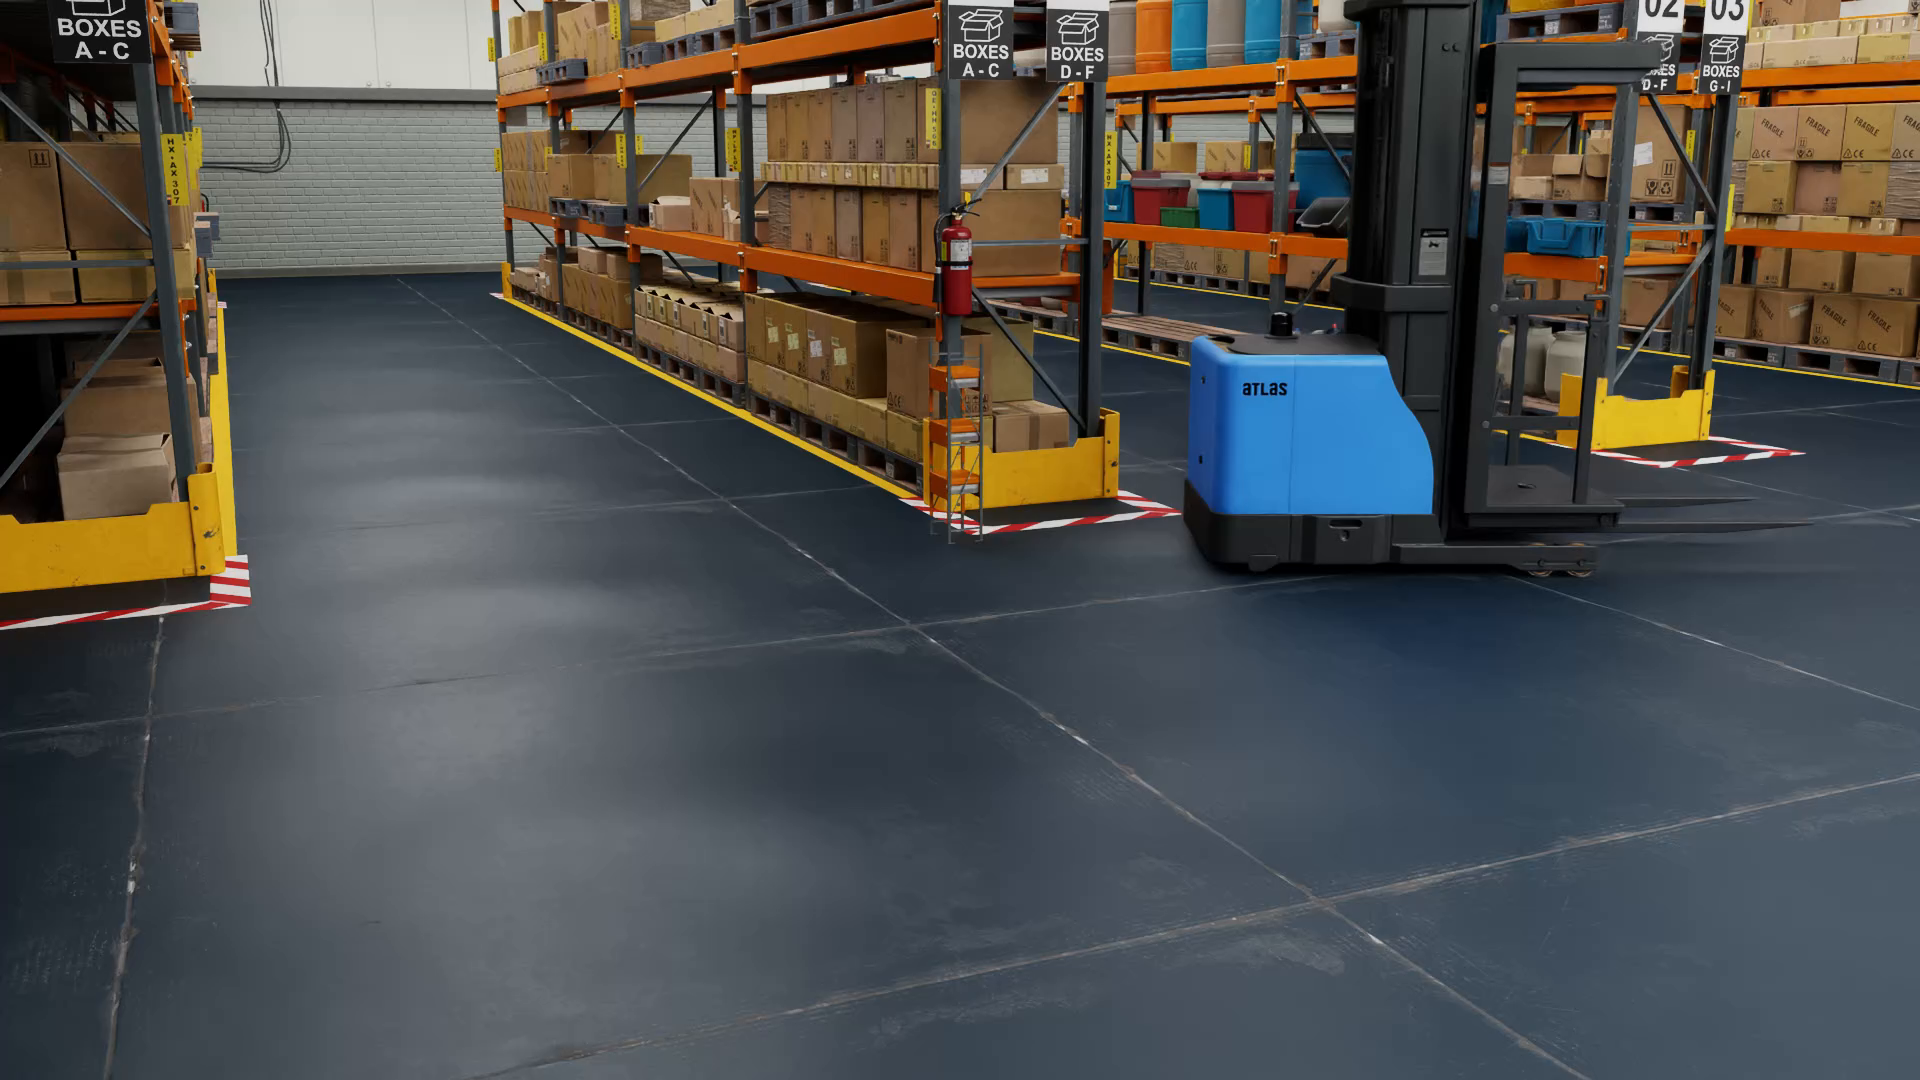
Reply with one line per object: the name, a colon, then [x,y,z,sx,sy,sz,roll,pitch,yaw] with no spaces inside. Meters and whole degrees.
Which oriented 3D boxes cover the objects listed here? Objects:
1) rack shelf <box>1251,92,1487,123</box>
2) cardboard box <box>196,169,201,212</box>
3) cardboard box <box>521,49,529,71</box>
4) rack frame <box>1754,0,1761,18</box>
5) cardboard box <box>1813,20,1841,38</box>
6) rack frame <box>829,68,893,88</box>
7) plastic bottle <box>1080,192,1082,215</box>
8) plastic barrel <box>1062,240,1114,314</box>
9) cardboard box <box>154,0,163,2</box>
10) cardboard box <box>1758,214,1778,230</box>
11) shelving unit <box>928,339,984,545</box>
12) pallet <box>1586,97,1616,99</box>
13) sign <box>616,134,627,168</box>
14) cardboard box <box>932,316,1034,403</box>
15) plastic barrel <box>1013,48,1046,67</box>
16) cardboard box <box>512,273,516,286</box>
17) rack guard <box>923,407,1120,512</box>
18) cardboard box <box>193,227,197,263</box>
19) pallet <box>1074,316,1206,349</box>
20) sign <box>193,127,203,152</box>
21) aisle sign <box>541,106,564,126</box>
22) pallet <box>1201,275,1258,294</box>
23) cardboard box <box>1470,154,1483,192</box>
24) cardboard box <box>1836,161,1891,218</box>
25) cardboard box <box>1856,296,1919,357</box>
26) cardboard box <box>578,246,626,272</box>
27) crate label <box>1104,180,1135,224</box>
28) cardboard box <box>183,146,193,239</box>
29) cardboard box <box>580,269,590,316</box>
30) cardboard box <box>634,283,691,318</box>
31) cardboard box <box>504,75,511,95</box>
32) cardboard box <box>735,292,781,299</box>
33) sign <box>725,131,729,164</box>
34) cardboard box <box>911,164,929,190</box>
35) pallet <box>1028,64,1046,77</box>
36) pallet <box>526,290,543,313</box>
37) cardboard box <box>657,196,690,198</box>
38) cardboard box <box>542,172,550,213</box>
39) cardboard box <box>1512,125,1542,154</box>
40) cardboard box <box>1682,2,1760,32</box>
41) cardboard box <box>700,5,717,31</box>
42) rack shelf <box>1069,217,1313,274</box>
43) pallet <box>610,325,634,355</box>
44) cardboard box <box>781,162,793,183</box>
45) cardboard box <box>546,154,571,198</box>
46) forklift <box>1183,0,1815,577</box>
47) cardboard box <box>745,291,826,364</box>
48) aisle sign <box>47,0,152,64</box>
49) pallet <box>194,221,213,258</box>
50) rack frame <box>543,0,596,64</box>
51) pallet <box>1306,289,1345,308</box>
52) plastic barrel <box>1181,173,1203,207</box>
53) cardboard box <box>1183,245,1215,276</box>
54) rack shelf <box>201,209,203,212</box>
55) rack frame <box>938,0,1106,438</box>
rack shelf: [5.432,-5.782,22.143,1.077,0.370,4.000,-6,14,-23]
cardboard box: [-9.475,-4.153,19.497,0.980,0.700,0.700,-6,14,-24]
cardboard box: [-5.287,-6.105,21.168,0.500,0.250,0.500,-6,14,-23]
rack frame: [10.818,-7.608,21.784,1.000,3.000,0.127,-6,14,-23]
cardboard box: [8.106,-4.703,15.332,0.380,0.149,0.250,-6,14,-24]
rack frame: [-1.510,-8.386,25.147,1.000,3.000,0.127,-6,14,-23]
plastic bottle: [1.465,-4.064,20.061,0.097,0.271,0.097,0,13,0]
plastic barrel: [1.483,-3.057,19.309,0.600,0.830,0.708,-6,14,-23]
cardboard box: [-4.477,-3.096,8.674,0.500,0.500,0.500,-5,14,-20]
cardboard box: [7.968,-3.085,16.103,0.380,0.149,0.250,-6,14,-23]
shelving unit: [-0.021,-0.523,8.799,0.215,1.050,0.252,-6,14,-23]
pallet: [9.784,-6.530,24.197,1.213,0.211,1.003,-6,14,-23]
sign: [-3.339,-3.838,16.410,0.100,0.325,0.005,-6,14,-23]
cardboard box: [0.146,-1.175,10.800,0.500,0.500,0.500,-6,14,-23]
plastic barrel: [0.847,-5.895,19.805,0.433,0.535,0.433,0,13,0]
cardboard box: [-6.097,-3.682,23.432,0.380,0.166,0.250,-6,14,-23]
rack guard: [0.369,-0.488,9.871,1.175,0.500,0.348,-6,14,-23]
cardboard box: [-5.313,-1.956,10.955,0.500,0.250,0.500,-6,14,-23]
pallet: [1.970,-2.288,18.290,1.003,0.211,1.213,-6,14,-23]
sign: [-10.084,-5.294,21.999,0.100,0.325,0.005,-6,14,-23]
aisle sign: [-5.797,-6.325,23.781,0.394,0.787,0.004,-6,14,-23]
pallet: [4.398,-3.890,25.209,1.003,0.211,1.213,-6,14,-23]
cardboard box: [6.486,-4.403,20.090,0.500,0.500,0.500,-8,15,-30]
cardboard box: [8.582,-3.219,15.244,0.875,0.500,0.500,-6,14,-23]
cardboard box: [8.699,-1.974,15.358,0.500,0.500,0.500,-4,14,-18]
cardboard box: [-4.077,-3.224,19.051,0.500,0.250,0.500,-6,14,-23]
crate label: [1.845,-3.598,17.685,0.502,0.435,0.616,-6,14,-23]
cardboard box: [-4.484,-1.901,9.057,0.500,0.500,0.500,-6,14,-25]
cardboard box: [-4.060,-2.852,19.107,0.500,0.500,0.500,-5,14,-22]
cardboard box: [-2.905,-2.367,16.369,0.500,0.311,0.500,-5,14,-21]
cardboard box: [-5.889,-6.172,22.563,0.500,0.250,0.500,-6,14,-23]
cardboard box: [-1.797,-2.101,15.219,0.500,0.311,0.500,-5,14,-21]
sign: [-2.338,-3.979,16.841,0.100,0.325,0.005,-6,14,-23]
cardboard box: [-0.074,-2.192,10.026,0.380,0.149,0.250,-5,14,-22]
pallet: [1.478,-5.347,19.086,1.003,0.211,1.213,-6,14,-23]
pallet: [-5.214,-3.226,22.341,1.003,0.211,1.213,-6,14,-23]
cardboard box: [-2.740,-3.241,16.420,0.500,0.311,0.500,-5,14,-19]
cardboard box: [-4.883,-4.319,20.658,0.500,0.500,0.500,-5,14,-22]
cardboard box: [8.780,-6.265,26.187,0.500,0.500,0.500,-6,14,-25]
cardboard box: [7.738,-5.254,17.105,0.797,0.503,0.637,-6,14,-26]
cardboard box: [-1.953,-4.531,14.543,0.500,0.250,0.500,-7,15,-28]
rack shelf: [2.496,-3.047,16.978,1.077,0.370,4.000,-6,14,-23]
pallet: [-3.110,-2.163,17.748,1.003,0.211,1.213,-6,14,-23]
cardboard box: [-1.107,-2.724,12.328,0.380,0.149,0.250,-6,14,-24]
cardboard box: [-4.463,-4.326,19.754,0.700,0.500,0.500,-12,18,-42]
forklift: [2.727,-1.366,8.274,3.031,2.935,1.130,0,13,-1]
cardboard box: [-1.344,-1.644,12.823,0.500,0.500,0.500,-6,14,-23]
aisle sign: [-3.874,-2.542,7.434,0.394,0.787,0.004,-6,14,-23]
pallet: [-5.953,-2.167,12.006,1.003,0.211,1.213,-6,14,-23]
rack frame: [-4.448,-7.113,19.646,1.000,3.000,0.127,-6,14,-23]
pallet: [5.501,-3.321,22.750,1.003,0.211,1.213,-6,14,-23]
plastic barrel: [2.471,-3.585,17.458,0.421,0.512,0.421,0,13,0]
cardboard box: [4.079,-4.583,25.802,0.875,0.875,0.875,-6,14,-23]
rack shelf: [-9.786,-3.805,20.253,1.077,0.370,4.000,-6,14,-23]
rack frame: [0.359,-1.711,9.611,1.000,3.000,0.127,-6,14,-23]
